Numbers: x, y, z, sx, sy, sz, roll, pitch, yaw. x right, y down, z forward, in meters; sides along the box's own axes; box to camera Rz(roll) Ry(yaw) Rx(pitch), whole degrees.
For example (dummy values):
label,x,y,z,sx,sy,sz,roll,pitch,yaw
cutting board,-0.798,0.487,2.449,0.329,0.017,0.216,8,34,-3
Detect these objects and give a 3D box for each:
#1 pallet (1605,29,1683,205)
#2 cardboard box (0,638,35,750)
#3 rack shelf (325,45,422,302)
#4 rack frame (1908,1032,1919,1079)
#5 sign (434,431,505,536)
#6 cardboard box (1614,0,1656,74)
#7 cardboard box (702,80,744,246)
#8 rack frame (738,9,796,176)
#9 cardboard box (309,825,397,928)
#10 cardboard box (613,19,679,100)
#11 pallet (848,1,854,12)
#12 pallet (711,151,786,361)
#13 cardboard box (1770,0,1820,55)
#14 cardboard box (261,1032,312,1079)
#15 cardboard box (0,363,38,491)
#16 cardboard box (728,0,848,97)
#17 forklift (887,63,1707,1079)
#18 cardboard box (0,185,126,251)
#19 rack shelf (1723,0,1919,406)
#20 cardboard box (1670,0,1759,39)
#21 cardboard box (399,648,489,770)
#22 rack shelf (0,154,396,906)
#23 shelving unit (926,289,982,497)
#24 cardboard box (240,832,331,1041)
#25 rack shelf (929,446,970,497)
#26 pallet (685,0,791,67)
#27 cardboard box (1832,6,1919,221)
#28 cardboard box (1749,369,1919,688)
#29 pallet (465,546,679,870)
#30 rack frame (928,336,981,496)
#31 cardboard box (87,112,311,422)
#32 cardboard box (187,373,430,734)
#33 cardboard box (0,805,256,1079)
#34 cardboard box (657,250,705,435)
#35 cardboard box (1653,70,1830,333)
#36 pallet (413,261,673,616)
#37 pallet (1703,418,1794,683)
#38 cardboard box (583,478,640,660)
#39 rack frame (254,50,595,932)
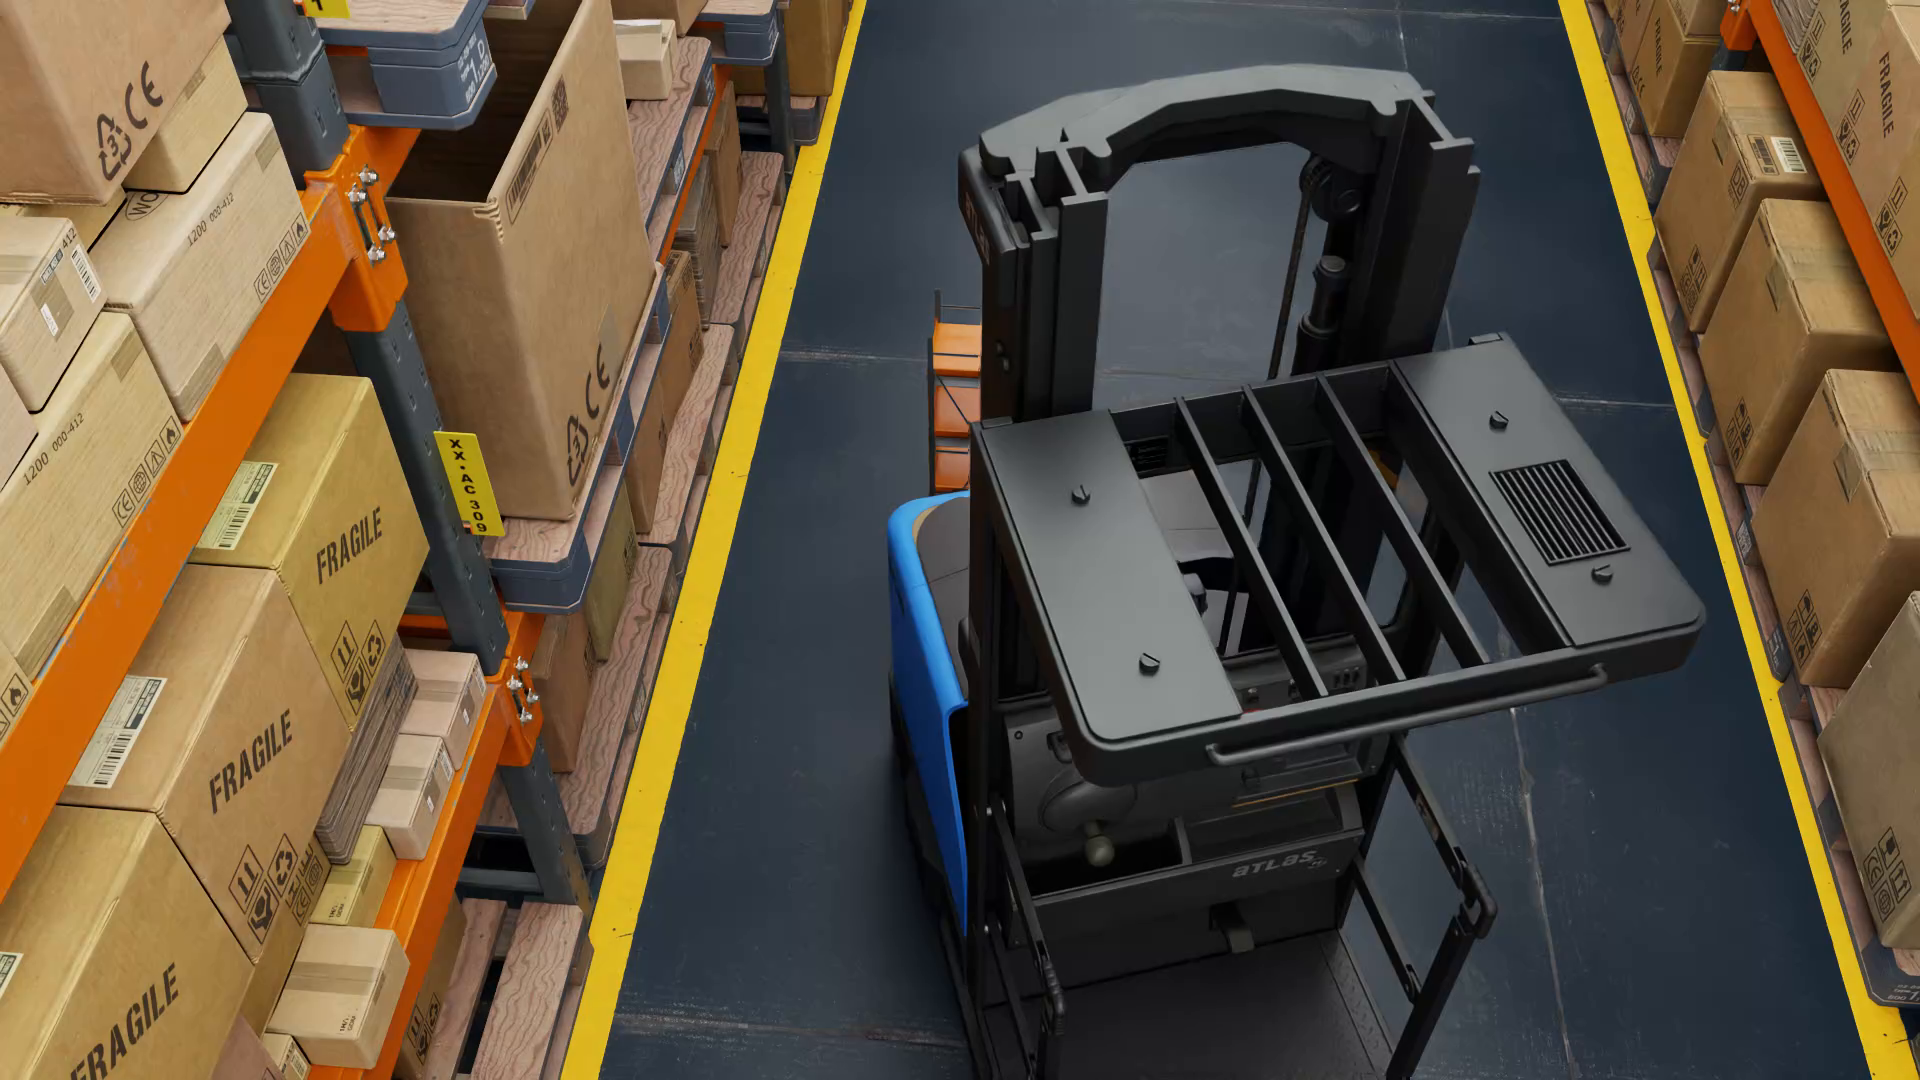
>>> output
label,x,y,z,sx,sy,sz,roll,pitch,yaw
pallet,3.721,-2.026,7.960,1.003,0.211,1.213,4,48,4
cardboard box,-1.527,0.287,2.024,0.500,0.250,0.500,4,48,3
rack shelf,-1.464,-2.101,4.593,1.077,0.370,4.000,4,48,4
rack frame,3.284,0.546,3.718,1.000,3.000,0.127,4,48,4
sign,-1.105,-0.123,3.743,0.100,0.325,0.005,4,48,4
cardboard box,3.499,-2.574,7.981,0.500,0.500,0.500,6,48,5
cardboard box,-1.323,-1.612,7.088,0.700,0.500,0.500,2,48,1
rack frame,-1.282,-2.801,6.779,1.000,3.000,0.127,4,48,4
cardboard box,-1.488,0.764,3.689,0.380,0.149,0.250,4,48,4
cardboard box,-1.165,-1.654,5.536,0.396,0.266,0.258,3,48,2
pallet,-1.021,-3.328,9.151,1.003,0.211,1.213,4,48,4
pallet,-1.354,-1.286,7.283,1.003,0.211,1.213,4,48,4
cardboard box,3.339,-2.115,6.084,0.500,0.500,0.500,4,48,4
cardboard box,-1.554,1.130,3.354,0.380,0.149,0.250,4,48,4
cardboard box,-1.439,-0.115,2.121,0.380,0.149,0.250,3,48,2
cardboard box,-1.198,-2.731,7.871,1.225,0.875,0.875,2,48,2
forklift,0.617,0.599,3.716,1.130,2.935,3.031,-10,48,-9
cardboard box,-1.503,-0.509,2.482,0.380,0.149,0.250,4,48,4
rack shelf,3.466,-0.681,5.327,1.077,0.370,4.000,4,48,4
cardboard box,3.450,-2.465,7.373,0.500,0.250,0.500,3,48,3
cardboard box,-1.373,0.401,4.021,0.380,0.149,0.250,4,48,4
rack shelf,-1.828,0.838,1.905,1.077,0.370,4.000,4,48,4
shelving unit,0.005,-0.394,5.899,0.215,1.050,0.252,4,48,4
cardboard box,-1.829,0.696,3.311,0.875,0.500,0.500,4,48,4
rack shelf,0.005,-0.199,6.111,0.215,0.259,0.240,4,48,4
pallet,-1.240,-2.205,6.364,1.213,0.211,1.003,4,48,4
cardboard box,3.249,-1.371,5.403,0.500,0.500,0.500,4,48,3
cardboard box,3.343,-0.007,5.464,1.050,0.750,0.750,4,48,4
pallet,-1.577,0.507,5.643,1.003,0.211,1.213,4,48,4
rack frame,-0.006,-0.304,5.817,0.200,1.050,0.008,4,48,4
cardboard box,-1.428,-0.471,2.717,0.500,0.250,0.500,5,48,5
cardboard box,-1.413,0.016,3.256,0.500,0.500,0.500,4,48,4
cardboard box,-1.504,0.751,2.584,0.500,0.500,0.500,4,48,4
cardboard box,-1.405,-0.787,6.333,0.700,0.500,0.500,7,48,7
cardboard box,3.504,-1.334,6.678,1.050,0.750,0.750,3,48,3
pallet,-1.432,-0.349,4.666,1.003,0.211,1.213,4,48,4
pallet,3.388,0.016,6.092,1.003,0.211,1.213,4,48,4
cardboard box,-1.506,0.035,5.581,0.700,0.500,0.500,4,48,3
rack frame,-1.646,0.138,4.091,1.000,3.000,0.127,4,48,4
